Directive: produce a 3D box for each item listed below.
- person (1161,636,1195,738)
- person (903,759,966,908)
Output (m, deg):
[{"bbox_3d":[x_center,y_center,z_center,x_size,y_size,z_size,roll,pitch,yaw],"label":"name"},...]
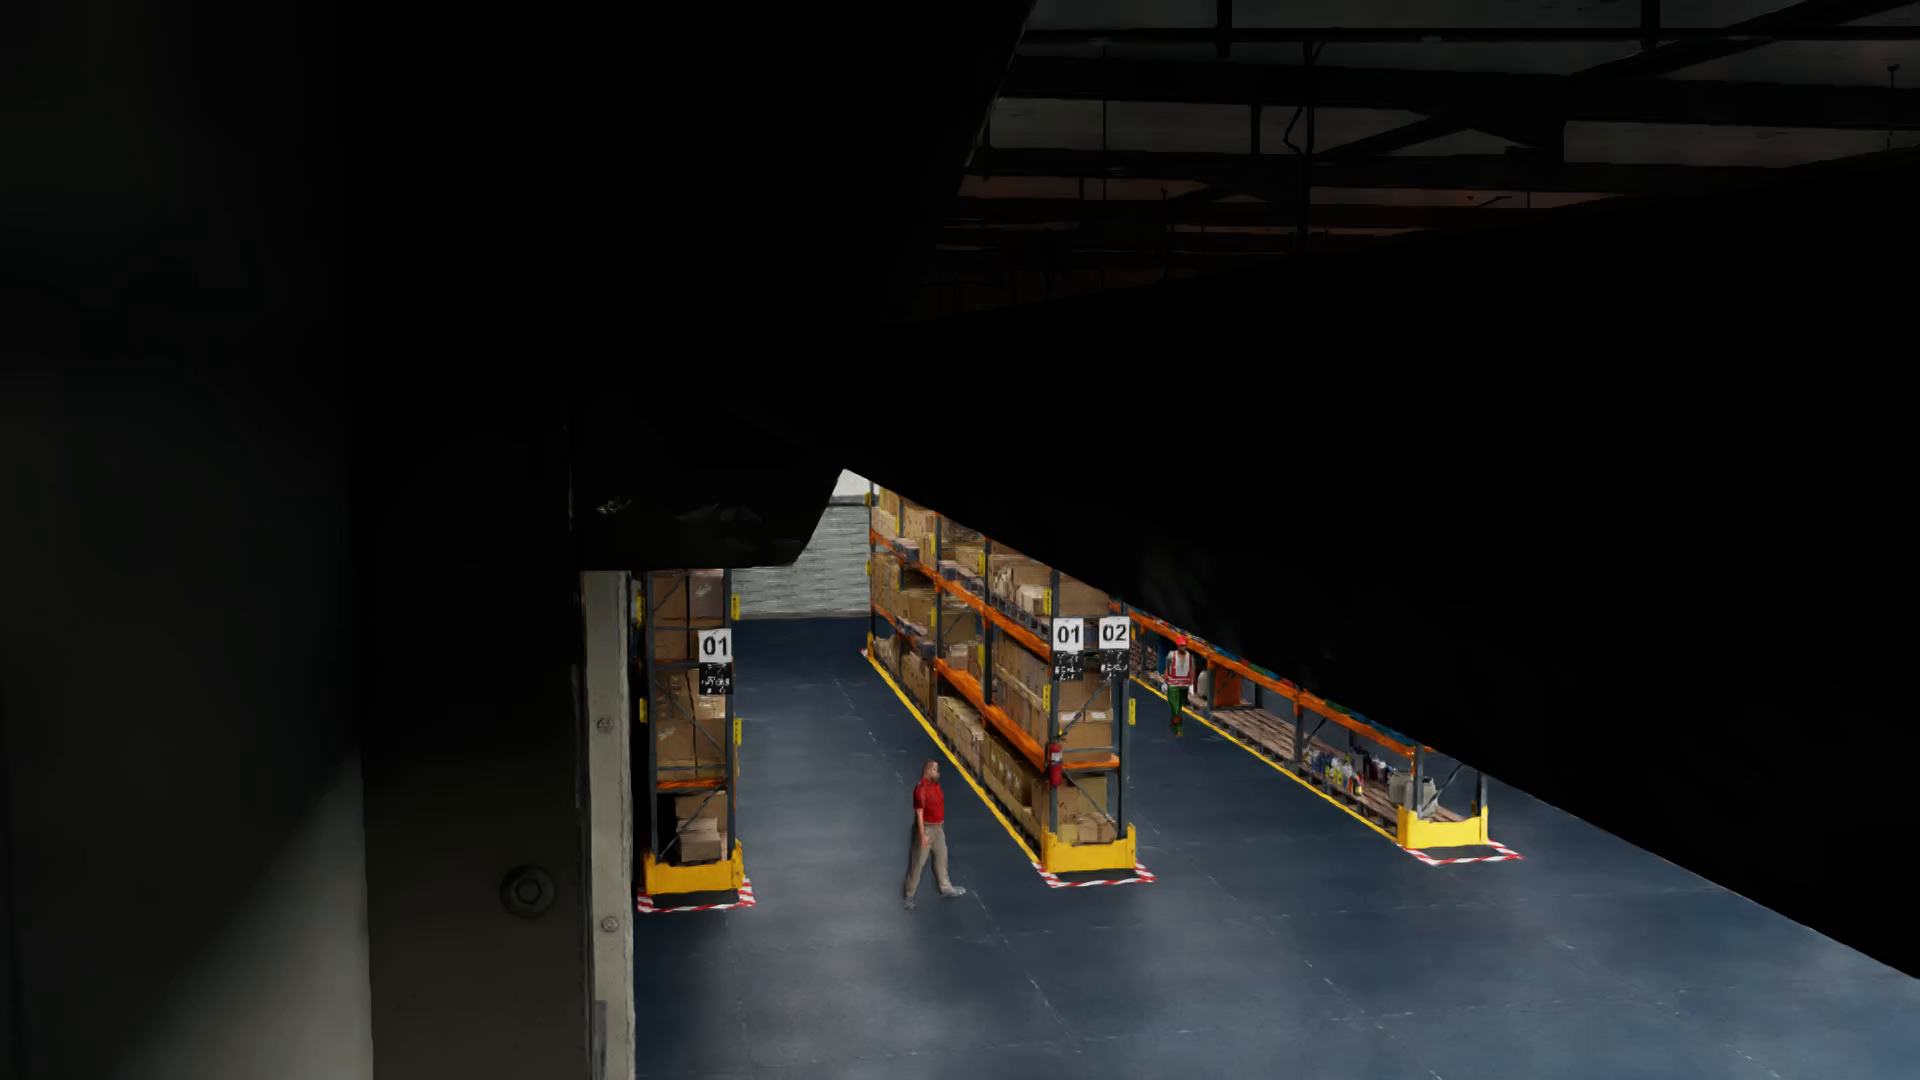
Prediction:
[{"bbox_3d":[3.788,2.482,28.553,0.551,1.707,1.109,-1,6,-13],"label":"person"},{"bbox_3d":[-0.343,3.464,19.625,0.583,1.629,0.772,3,7,25],"label":"person"}]
